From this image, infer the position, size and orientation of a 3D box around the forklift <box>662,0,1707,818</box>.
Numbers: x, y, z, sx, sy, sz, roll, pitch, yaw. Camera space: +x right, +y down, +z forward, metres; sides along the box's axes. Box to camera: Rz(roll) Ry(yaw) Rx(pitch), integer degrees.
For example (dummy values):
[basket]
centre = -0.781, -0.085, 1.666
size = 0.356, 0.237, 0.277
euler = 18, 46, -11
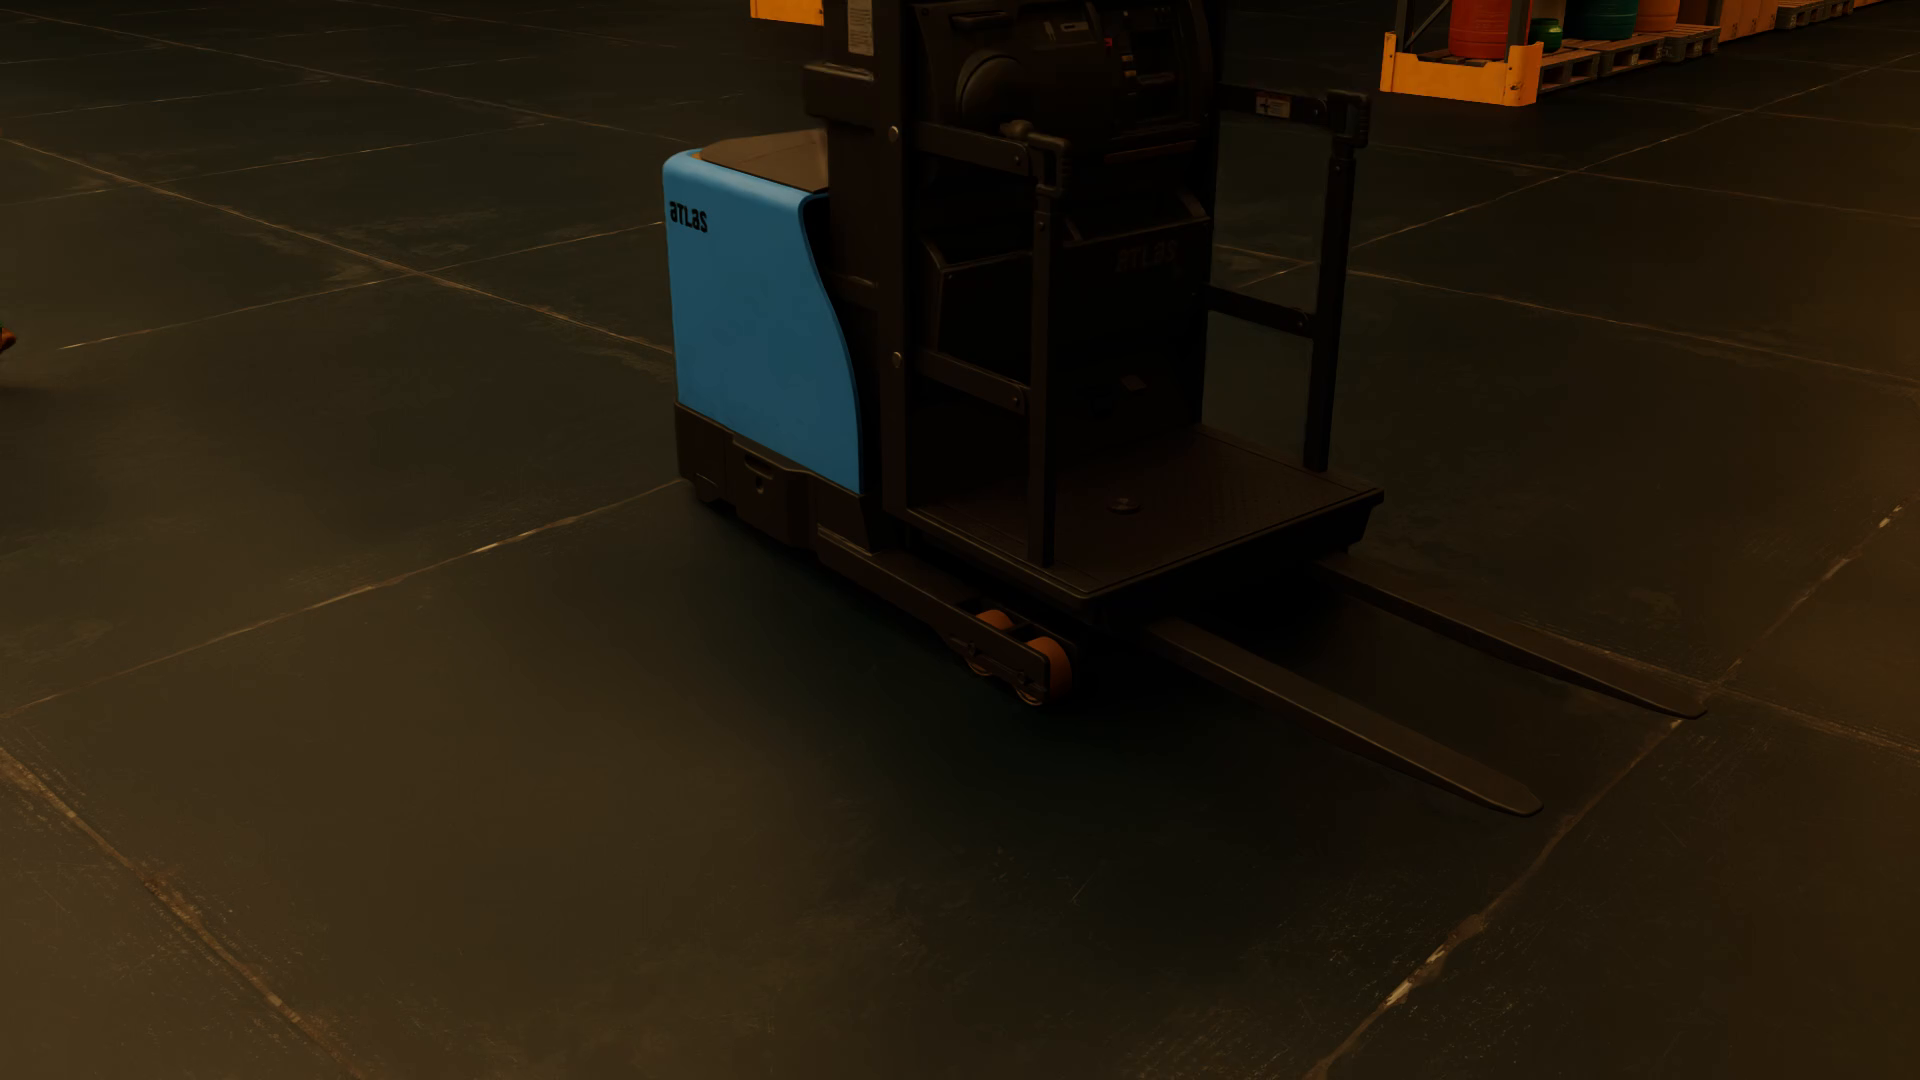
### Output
[forklift]
centre = 0.411, -1.164, 3.982
size = 1.130, 2.935, 3.031
euler = -18, 29, -35

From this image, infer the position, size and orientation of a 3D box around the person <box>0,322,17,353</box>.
[person]
centre = -3.725, -1.297, 5.758
size = 0.480, 1.748, 0.787
euler = -4, 24, -9
